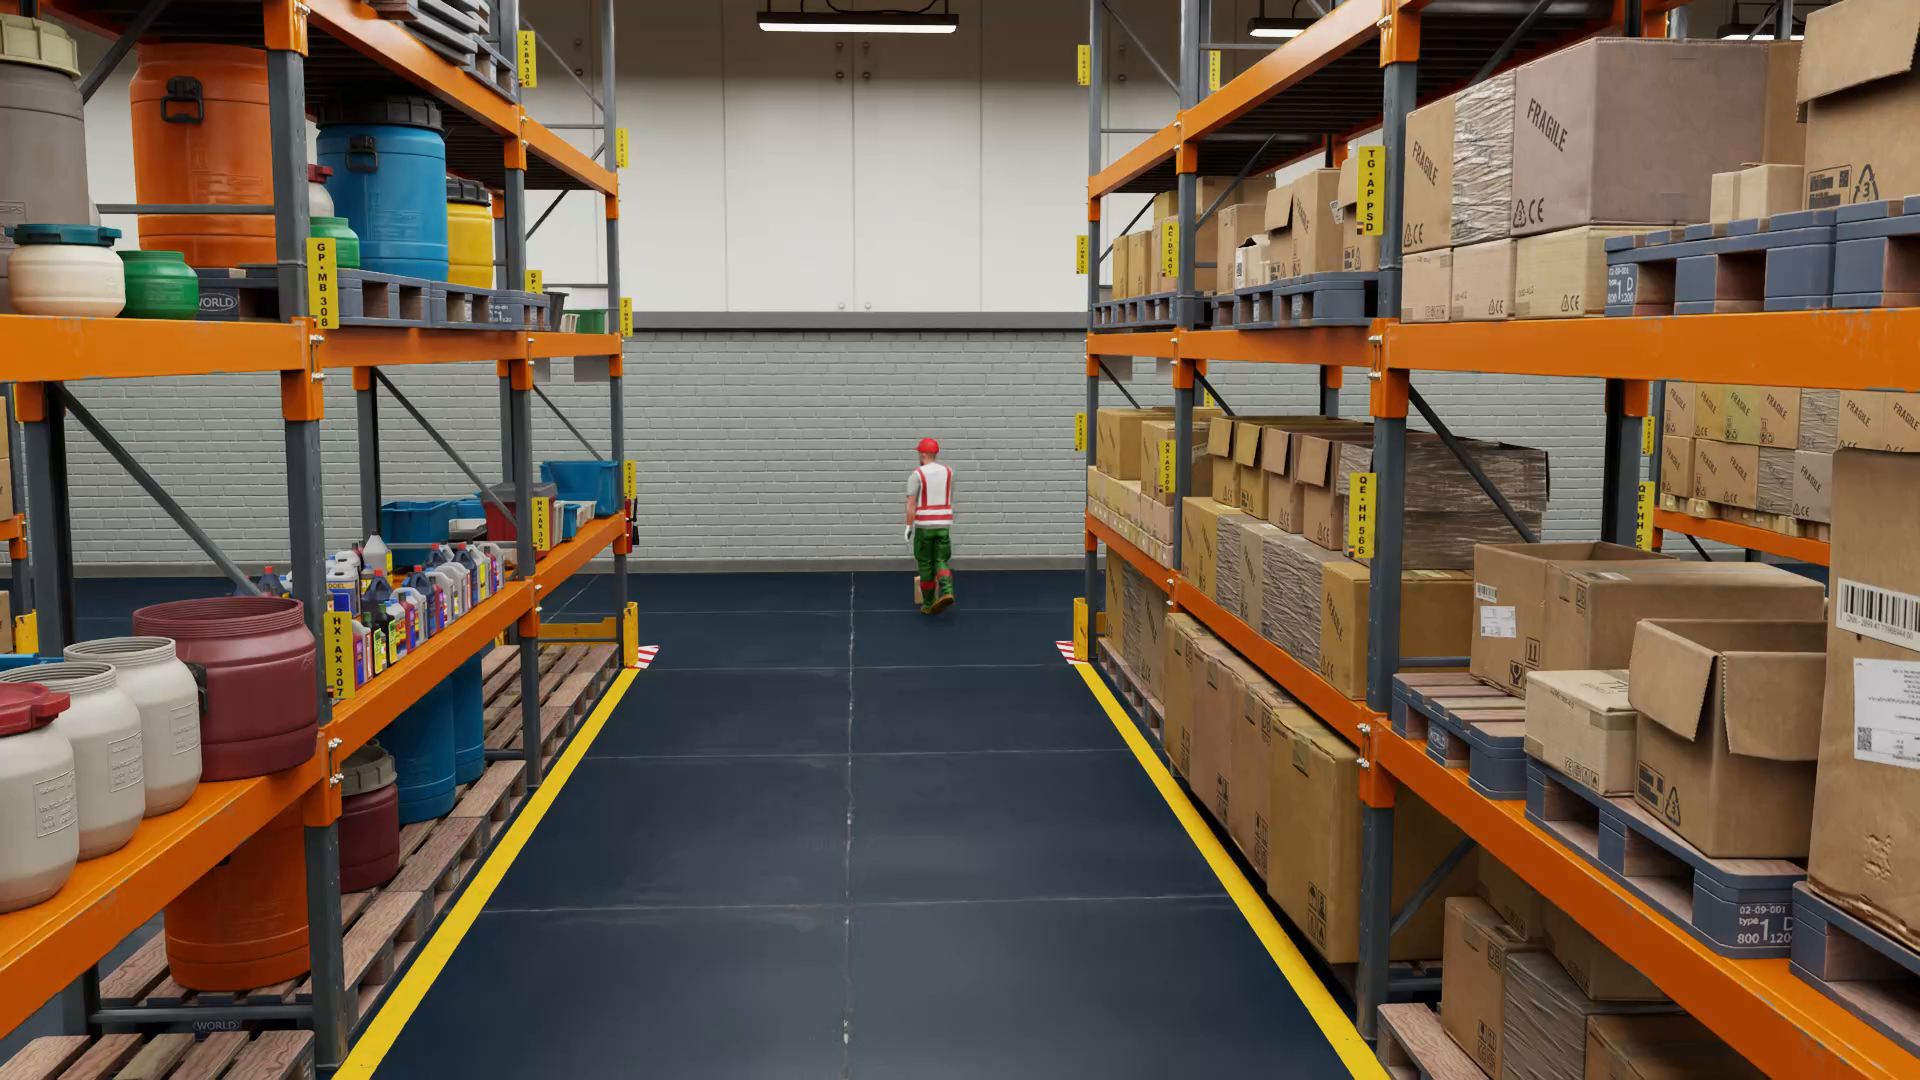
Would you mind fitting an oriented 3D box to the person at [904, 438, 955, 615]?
[{"bbox_3d":[-0.297,-0.119,16.618,0.561,1.784,0.689,-2,7,-20],"label":"person"}]
